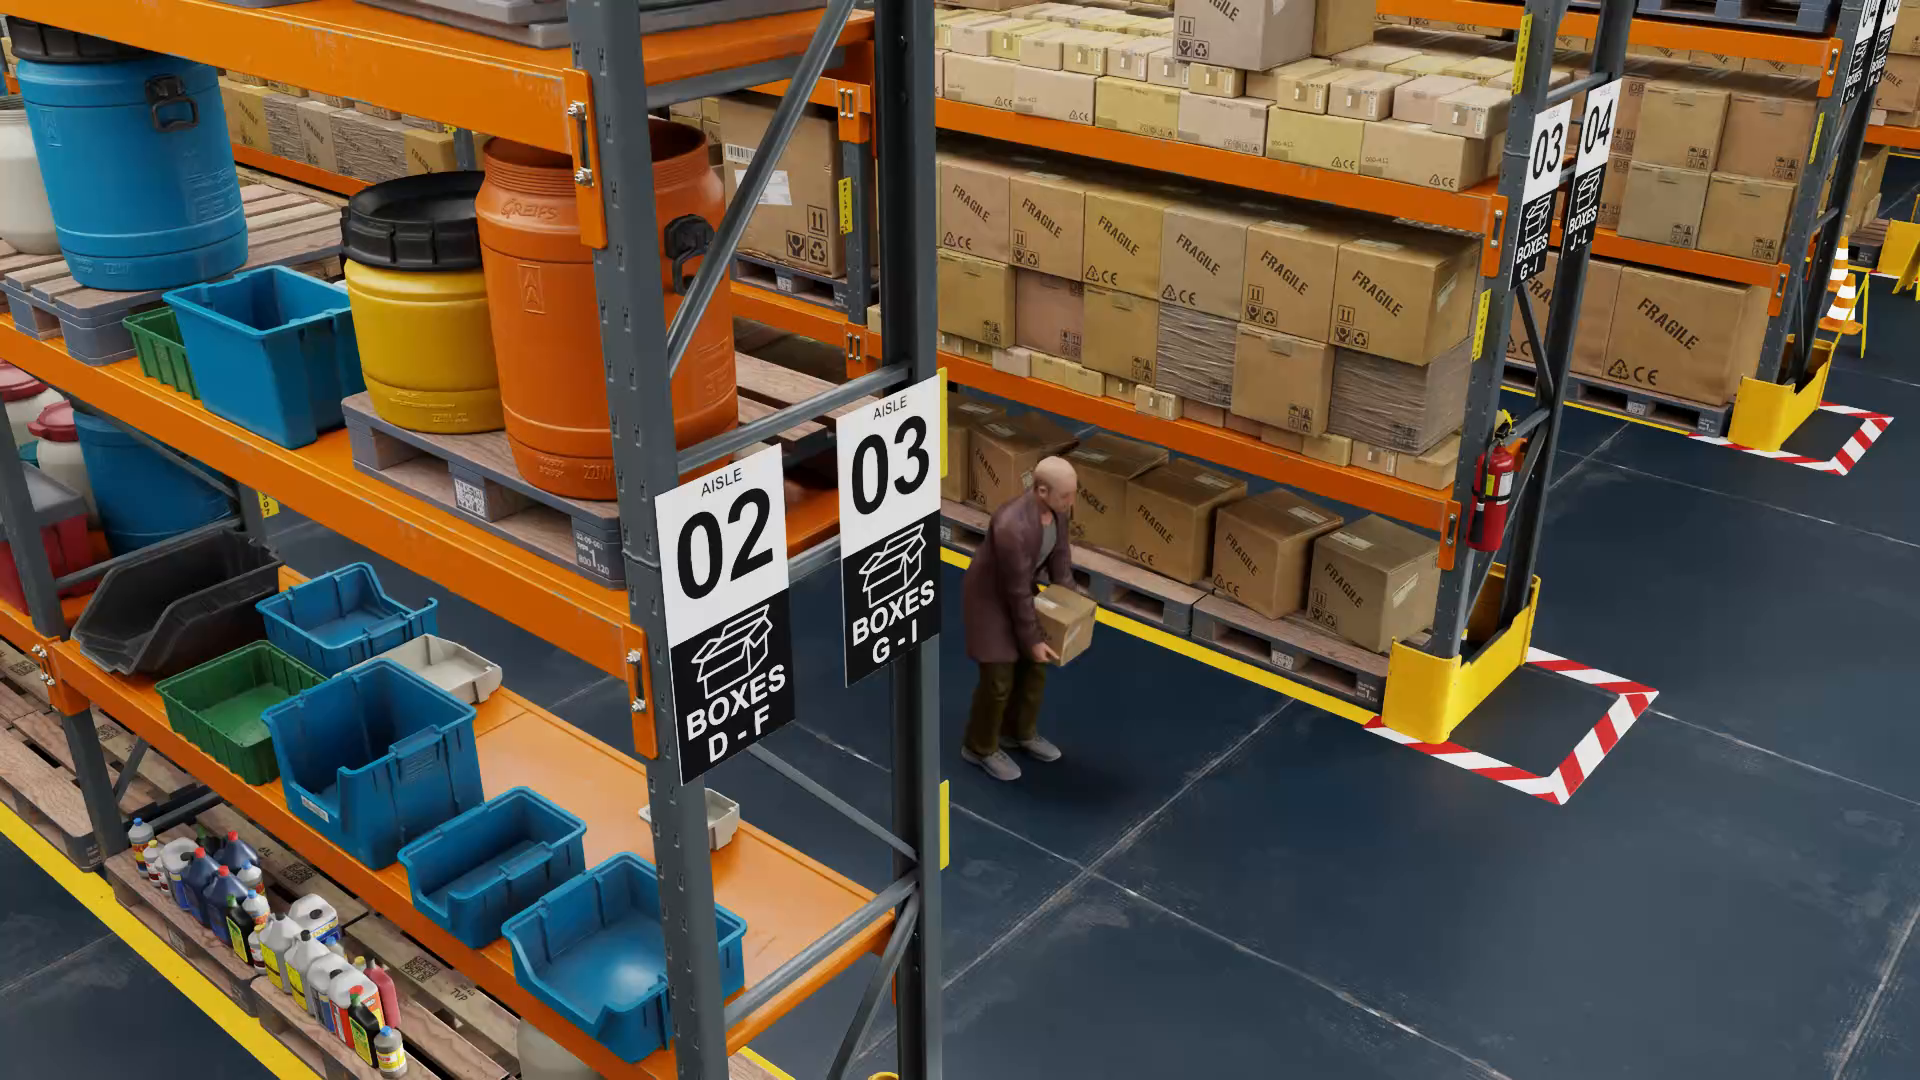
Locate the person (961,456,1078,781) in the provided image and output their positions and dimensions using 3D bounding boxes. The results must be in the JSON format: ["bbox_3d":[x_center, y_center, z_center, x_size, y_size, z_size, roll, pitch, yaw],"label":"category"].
[{"bbox_3d":[0.303,0.361,8.001,0.615,1.716,0.530,20,33,34],"label":"person"}]
